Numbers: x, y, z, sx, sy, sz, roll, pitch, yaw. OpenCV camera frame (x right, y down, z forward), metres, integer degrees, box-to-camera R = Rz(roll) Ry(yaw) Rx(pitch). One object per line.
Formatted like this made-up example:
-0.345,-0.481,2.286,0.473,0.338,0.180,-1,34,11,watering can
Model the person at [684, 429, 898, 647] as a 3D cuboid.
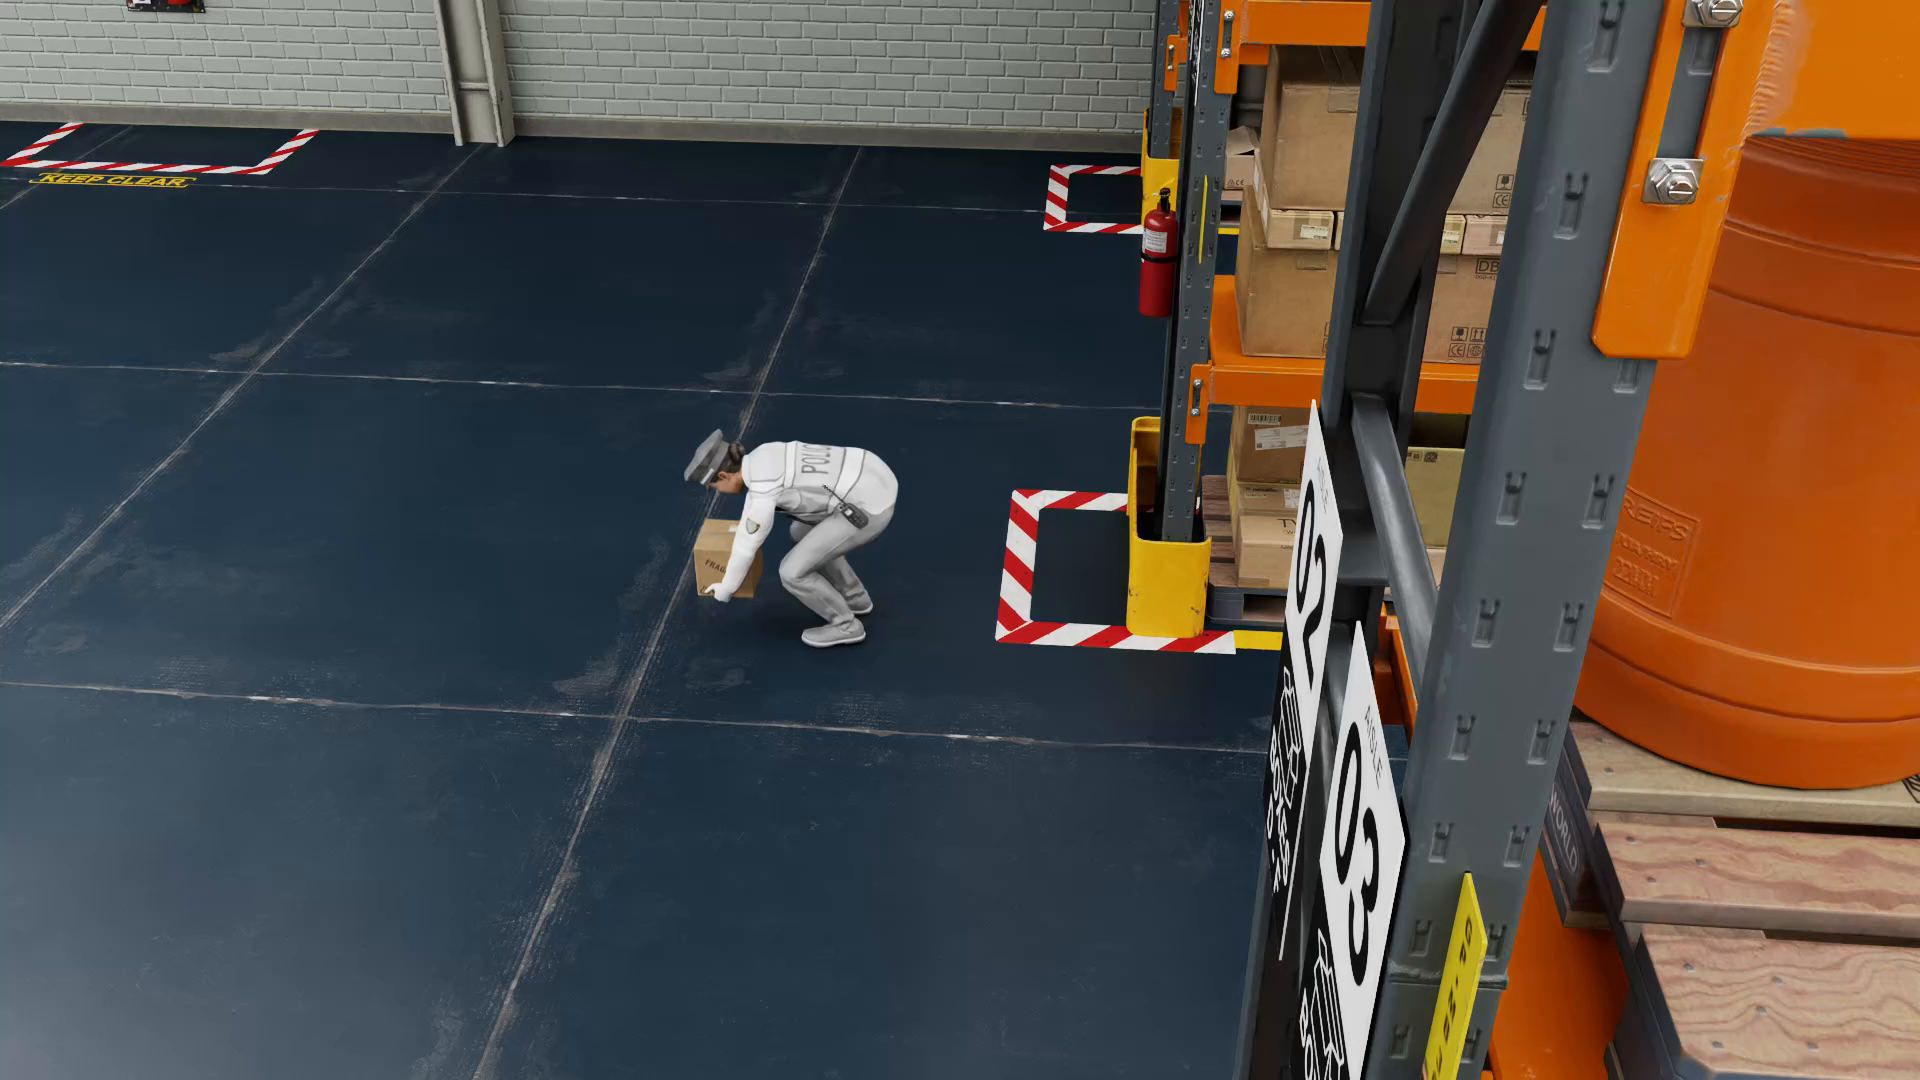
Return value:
-0.729,-0.031,7.322,0.917,0.990,0.466,1,32,2,person
